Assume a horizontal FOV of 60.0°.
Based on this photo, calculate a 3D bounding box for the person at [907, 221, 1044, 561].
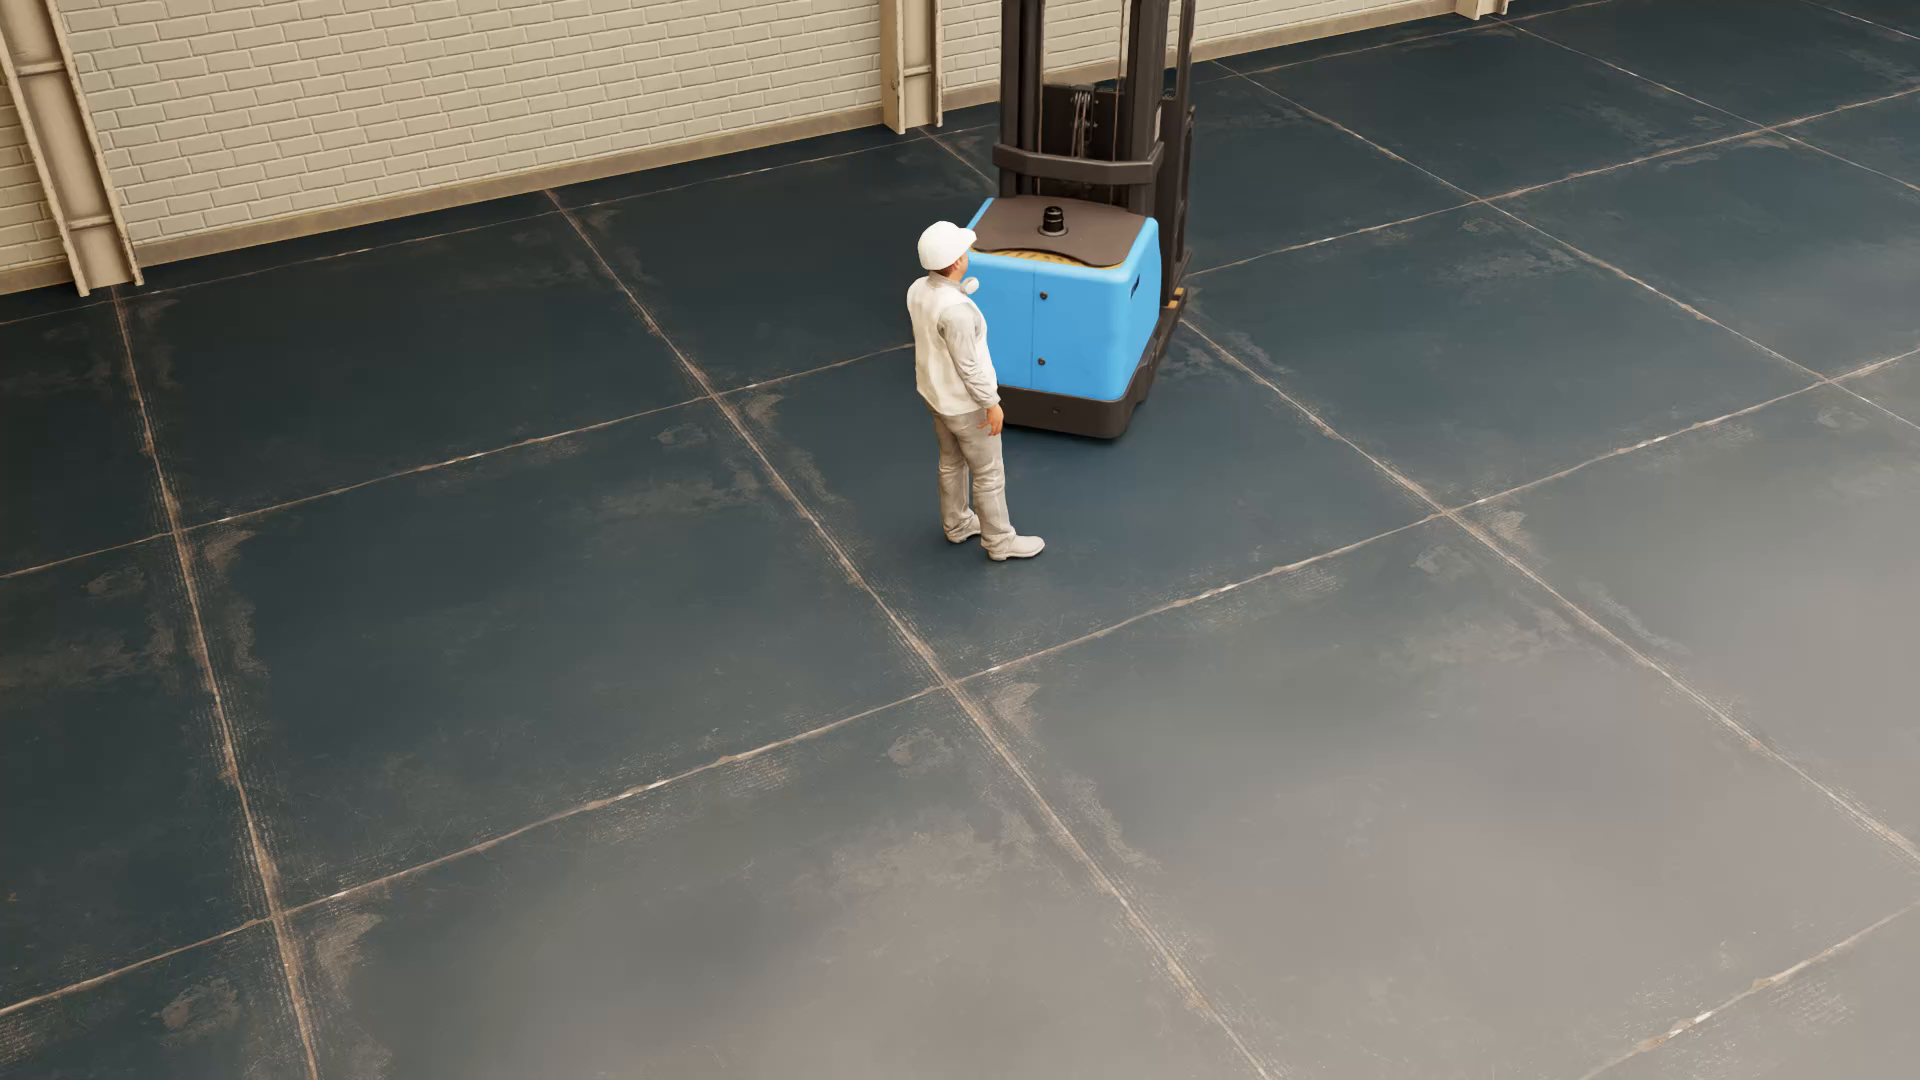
[{"bbox_3d":[0.058,-0.743,8.164,0.568,1.773,0.632,-17,39,-23],"label":"person"}]

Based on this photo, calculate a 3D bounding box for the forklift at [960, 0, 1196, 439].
[{"bbox_3d":[0.841,-2.616,9.823,1.130,2.935,3.031,10,37,14],"label":"forklift"}]
